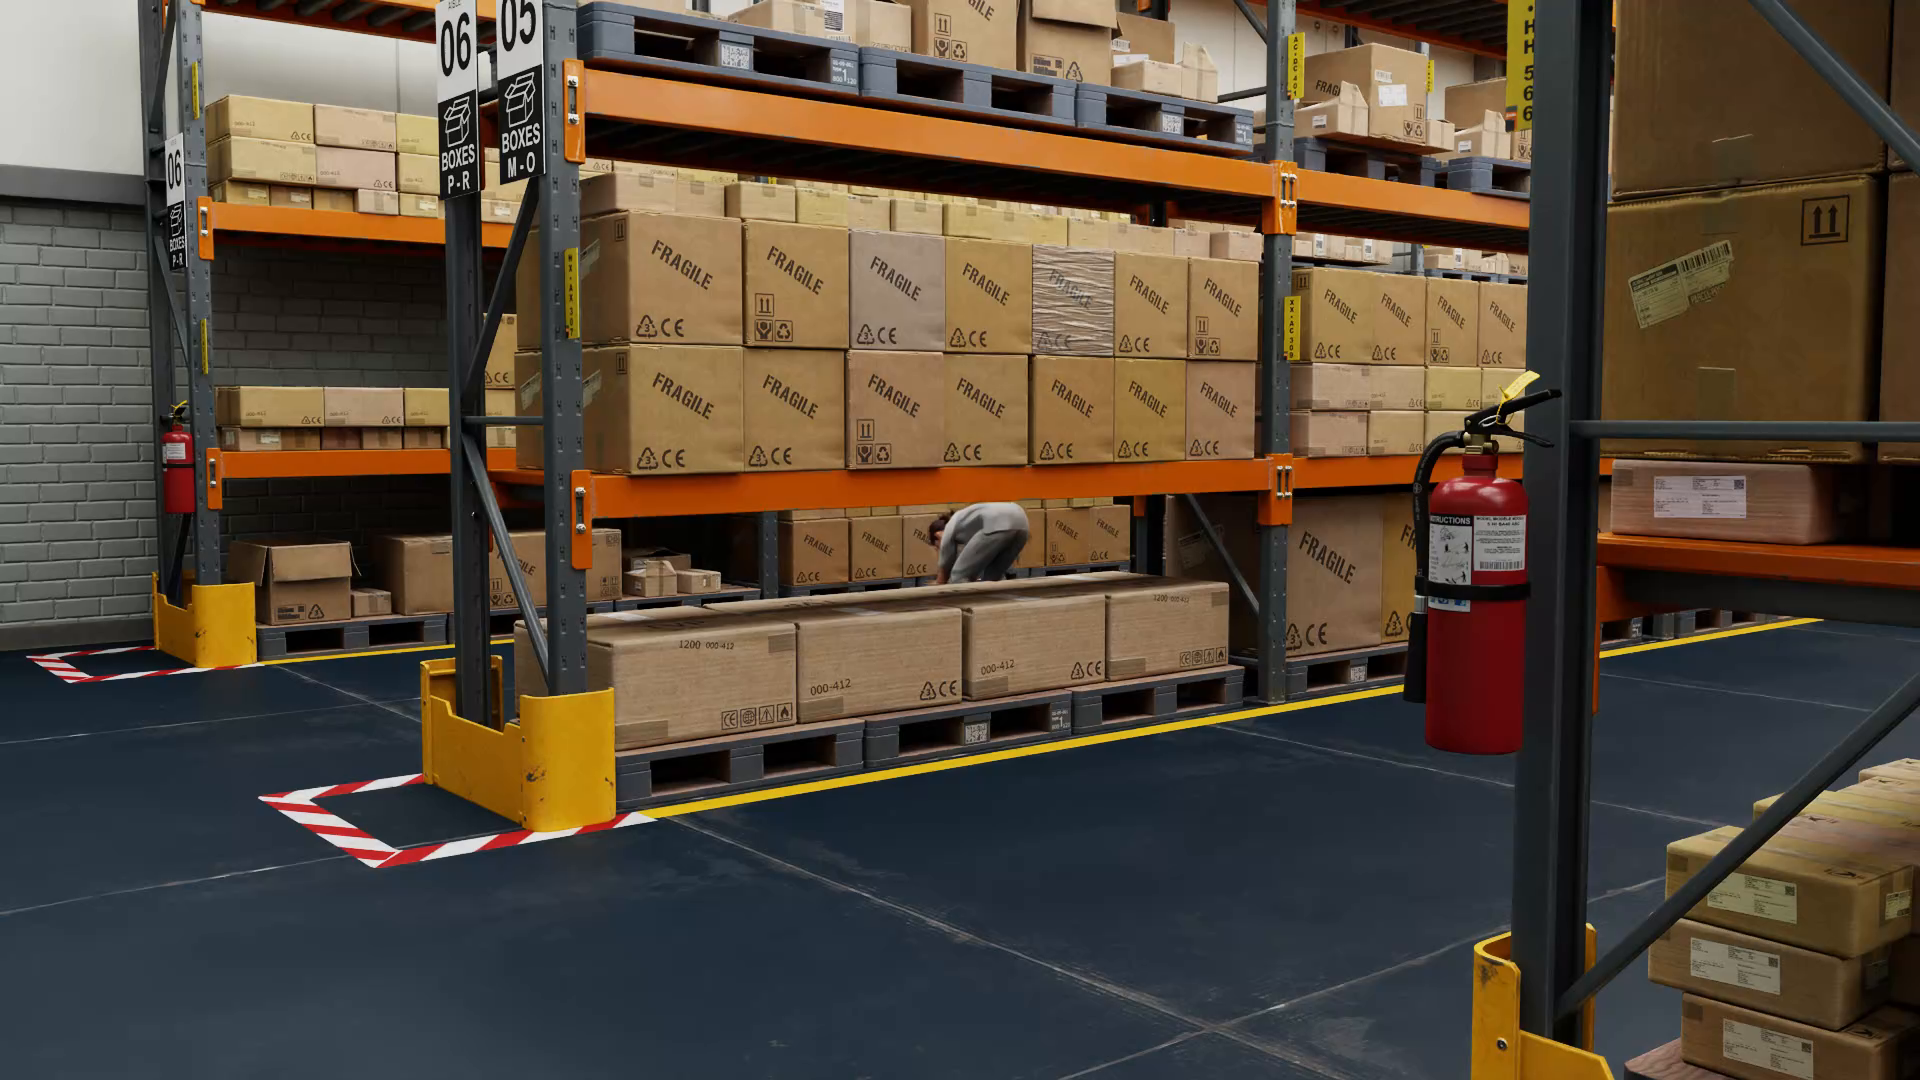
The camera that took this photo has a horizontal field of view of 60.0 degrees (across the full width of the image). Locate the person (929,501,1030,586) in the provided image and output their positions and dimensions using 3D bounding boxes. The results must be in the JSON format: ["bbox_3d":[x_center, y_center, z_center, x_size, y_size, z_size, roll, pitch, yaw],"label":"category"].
[{"bbox_3d":[0.093,0.207,11.174,0.451,0.962,0.858,-4,6,-41],"label":"person"}]
